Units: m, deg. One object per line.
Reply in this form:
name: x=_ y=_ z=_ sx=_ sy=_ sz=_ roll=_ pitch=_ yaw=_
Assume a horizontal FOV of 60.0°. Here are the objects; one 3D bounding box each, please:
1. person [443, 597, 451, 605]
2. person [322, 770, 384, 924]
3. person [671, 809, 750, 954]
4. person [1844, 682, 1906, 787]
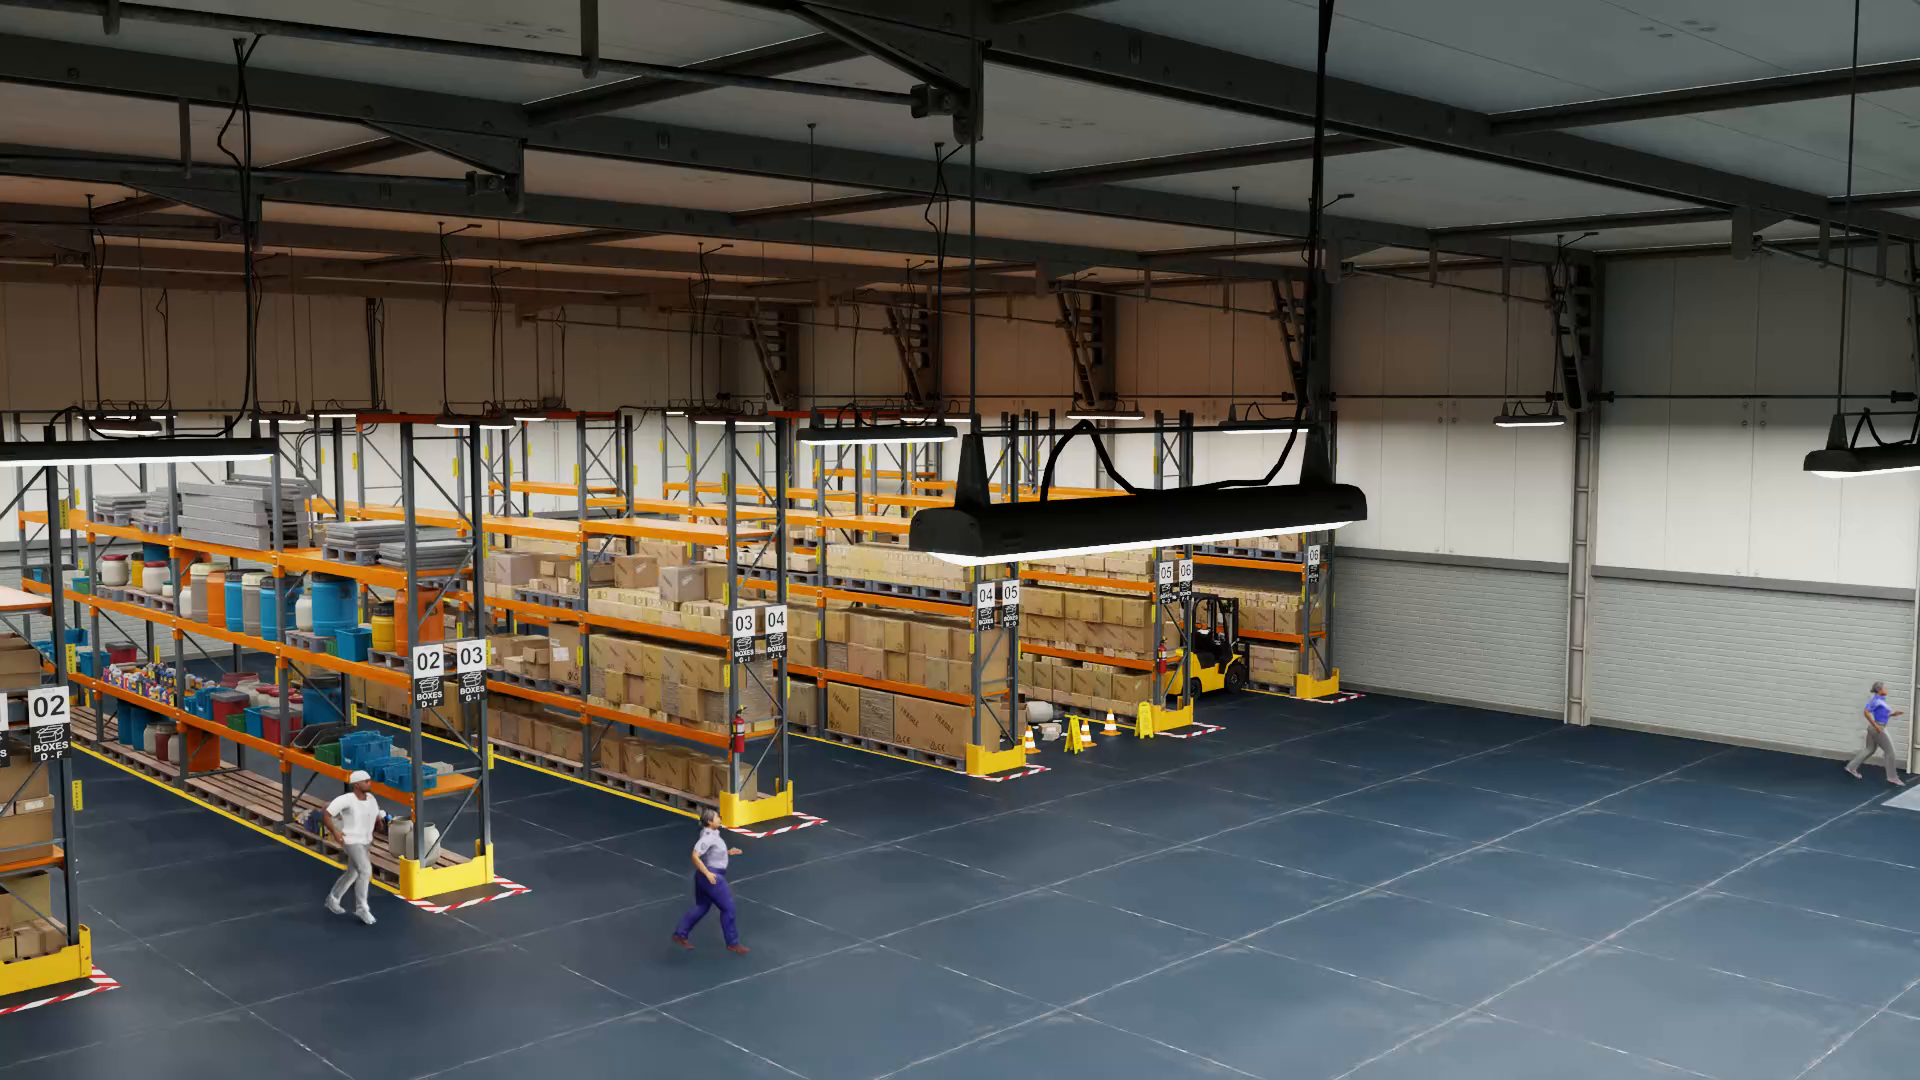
person: x=-12.057 y=2.134 z=38.784 sx=0.744 sy=1.674 sz=0.681 roll=-1 pitch=5 yaw=-9
person: x=-7.342 y=3.707 z=20.260 sx=0.760 sy=1.799 sz=0.691 roll=1 pitch=5 yaw=12
person: x=-2.827 y=3.865 z=18.788 sx=0.874 sy=1.677 sz=0.596 roll=-2 pitch=5 yaw=-19
person: x=14.942 y=3.139 z=27.073 sx=0.867 sy=1.682 sz=0.562 roll=2 pitch=5 yaw=21
